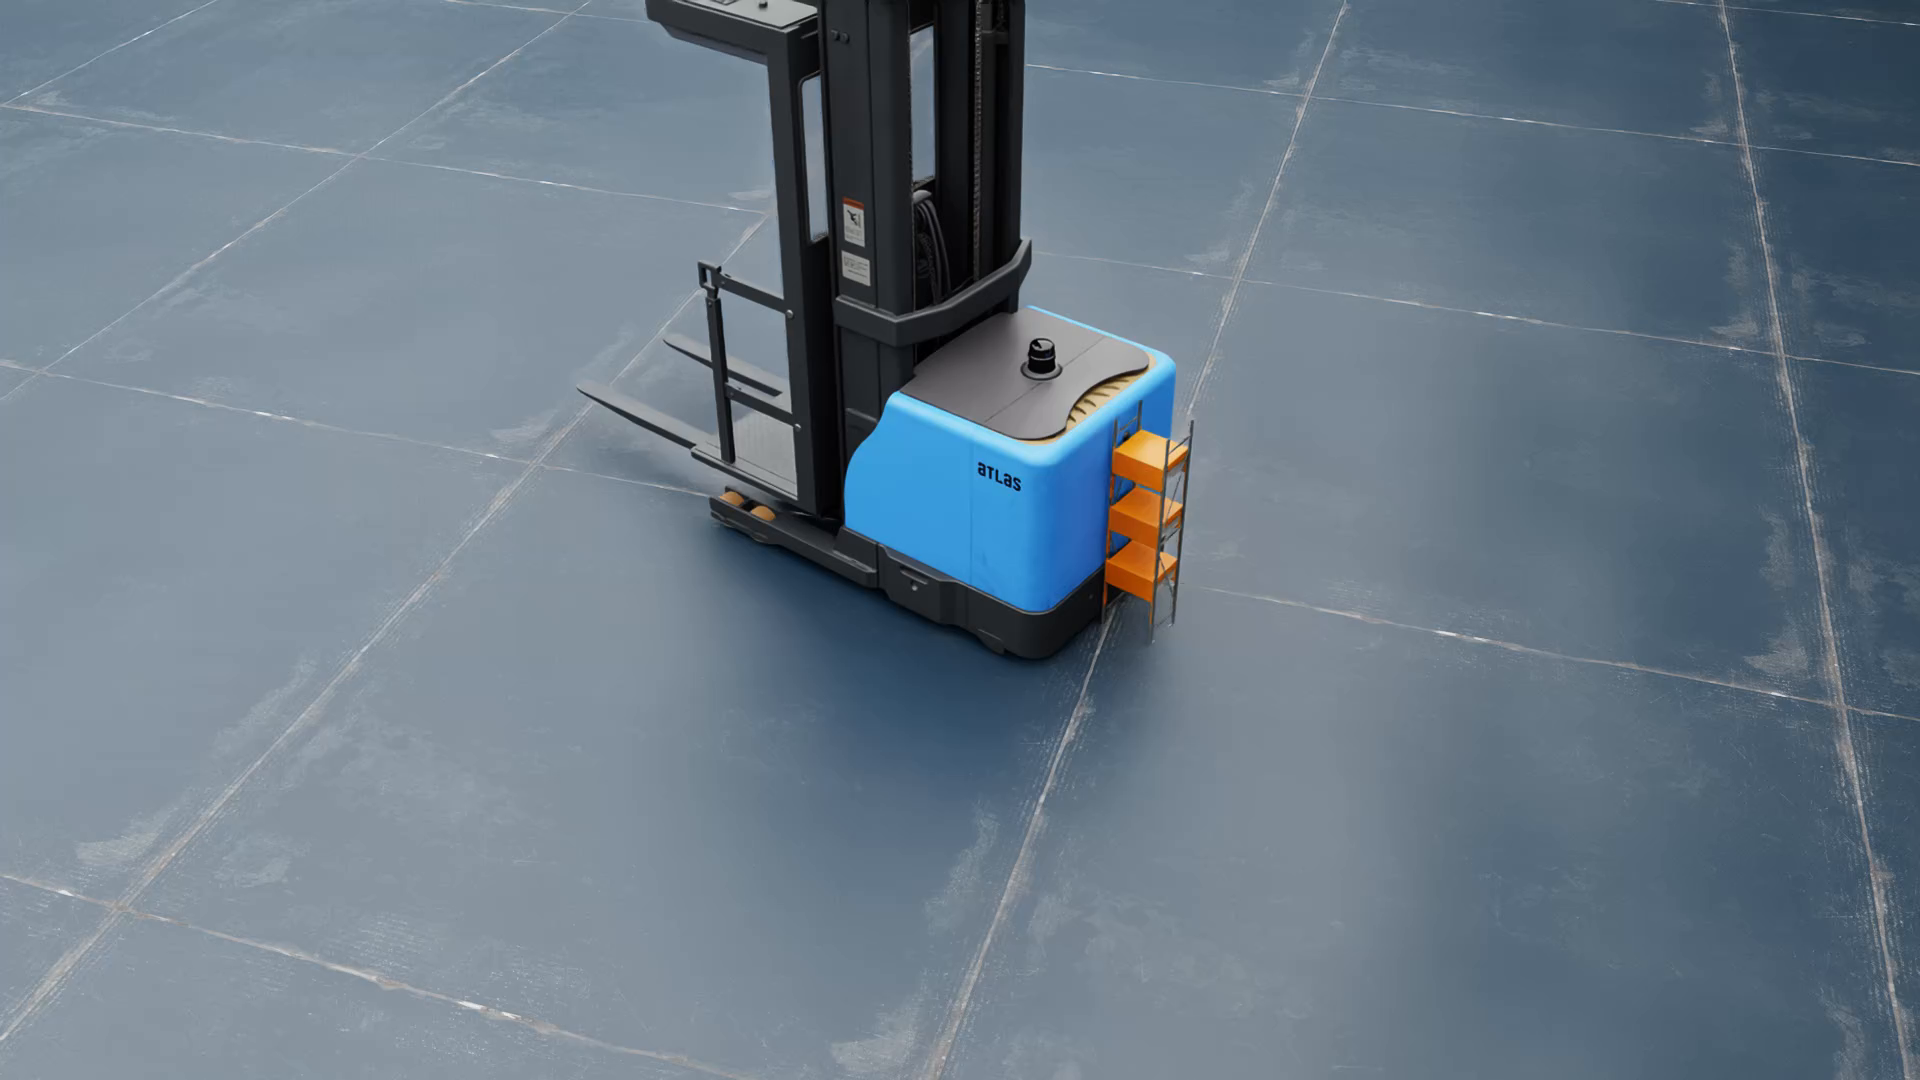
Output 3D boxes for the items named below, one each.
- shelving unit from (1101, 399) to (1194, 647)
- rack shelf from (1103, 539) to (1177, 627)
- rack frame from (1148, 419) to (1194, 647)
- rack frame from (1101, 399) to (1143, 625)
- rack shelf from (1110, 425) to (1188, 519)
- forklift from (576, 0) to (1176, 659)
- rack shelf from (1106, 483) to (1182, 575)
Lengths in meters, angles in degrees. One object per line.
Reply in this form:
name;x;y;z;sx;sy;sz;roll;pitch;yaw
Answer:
shelving unit;0.775;-0.058;6.943;0.252;1.050;0.215;25;43;29
rack shelf;0.775;0.175;7.114;0.240;0.259;0.215;25;43;29
rack frame;0.871;-0.014;6.883;0.008;1.050;0.200;25;43;29
rack frame;0.678;-0.102;7.003;0.008;1.050;0.200;25;43;29
rack shelf;0.775;-0.278;6.781;0.240;0.259;0.215;25;43;29
forklift;-0.550;-1.394;7.171;3.031;2.935;1.130;25;43;29
rack shelf;0.775;-0.049;6.949;0.240;0.259;0.215;25;43;29
